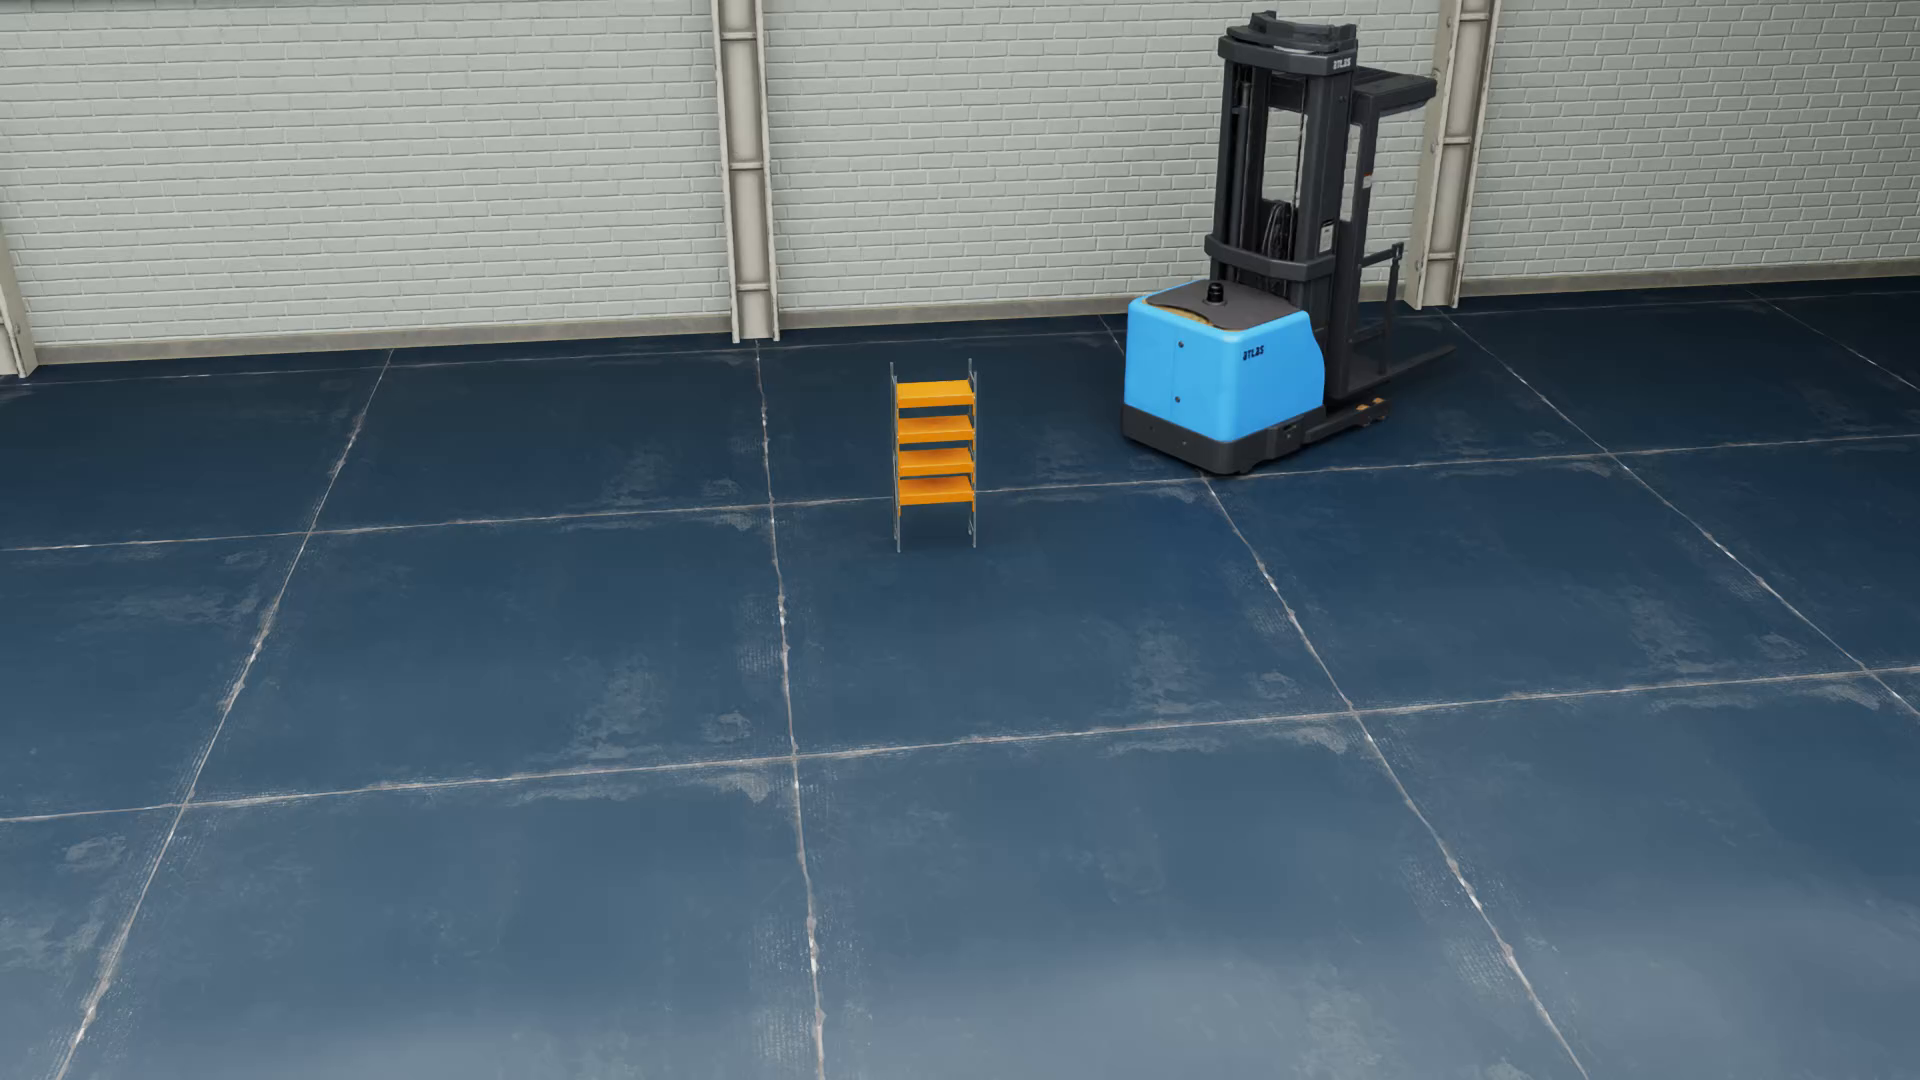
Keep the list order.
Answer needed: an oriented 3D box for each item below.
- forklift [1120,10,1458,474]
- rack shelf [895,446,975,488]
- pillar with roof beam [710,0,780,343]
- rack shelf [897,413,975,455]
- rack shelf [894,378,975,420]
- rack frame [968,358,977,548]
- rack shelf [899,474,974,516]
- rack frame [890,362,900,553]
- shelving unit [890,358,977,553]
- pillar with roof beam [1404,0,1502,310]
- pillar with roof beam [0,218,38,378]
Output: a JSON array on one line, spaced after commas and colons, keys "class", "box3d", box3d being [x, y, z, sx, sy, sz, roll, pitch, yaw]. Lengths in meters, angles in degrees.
[{"class": "forklift", "box3d": [2.613, -2.307, 12.036, 3.031, 2.935, 1.130, -22, 34, -36]}, {"class": "rack shelf", "box3d": [-0.164, -0.463, 10.486, 0.480, 0.148, 0.258, -4, 27, -7]}, {"class": "pillar with roof beam", "box3d": [-1.135, -3.796, 8.291, 0.400, 9.000, 9.100, -4, 27, -7]}, {"class": "rack shelf", "box3d": [-0.164, -0.662, 10.384, 0.480, 0.148, 0.258, -4, 27, -7]}, {"class": "rack shelf", "box3d": [-0.164, -0.873, 10.276, 0.480, 0.148, 0.258, -4, 27, -7]}, {"class": "rack frame", "box3d": [0.078, -0.539, 10.486, 0.015, 1.200, 0.240, -4, 27, -7]}, {"class": "rack shelf", "box3d": [-0.164, -0.287, 10.577, 0.480, 0.148, 0.258, -4, 27, -7]}, {"class": "rack frame", "box3d": [-0.406, -0.508, 10.425, 0.015, 1.200, 0.240, -4, 27, -7]}, {"class": "shelving unit", "box3d": [-0.164, -0.523, 10.456, 0.503, 1.200, 0.258, -4, 27, -7]}, {"class": "pillar with roof beam", "box3d": [4.807, -4.178, 9.035, 0.400, 9.000, 9.100, -4, 27, -7]}, {"class": "pillar with roof beam", "box3d": [-7.076, -3.415, 7.548, 0.400, 9.000, 9.100, -4, 27, -7]}]
